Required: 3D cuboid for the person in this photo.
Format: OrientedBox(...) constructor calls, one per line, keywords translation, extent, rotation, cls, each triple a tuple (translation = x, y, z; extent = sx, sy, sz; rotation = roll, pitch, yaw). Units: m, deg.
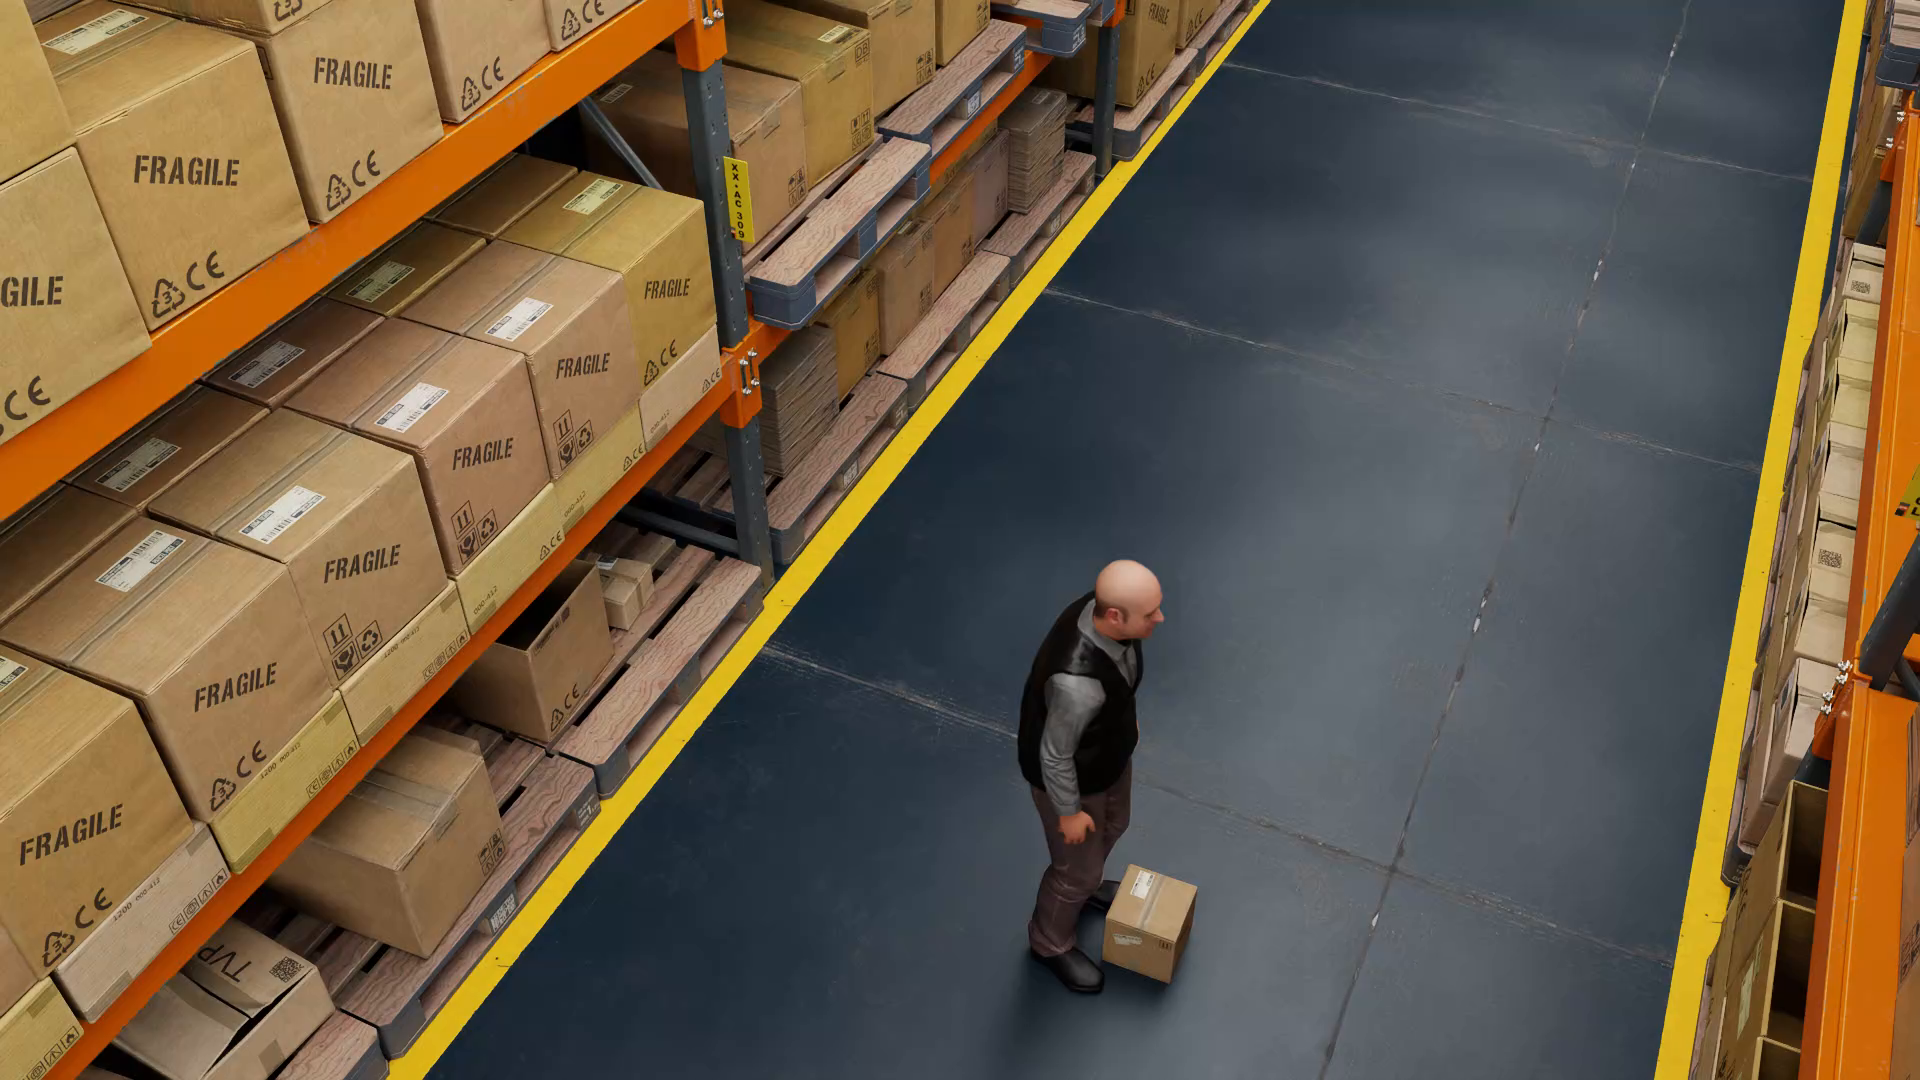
OrientedBox(translation=(0.399, 0.752, 5.410), extent=(0.420, 1.618, 0.580), rotation=(18, 45, 19), cls="person")
